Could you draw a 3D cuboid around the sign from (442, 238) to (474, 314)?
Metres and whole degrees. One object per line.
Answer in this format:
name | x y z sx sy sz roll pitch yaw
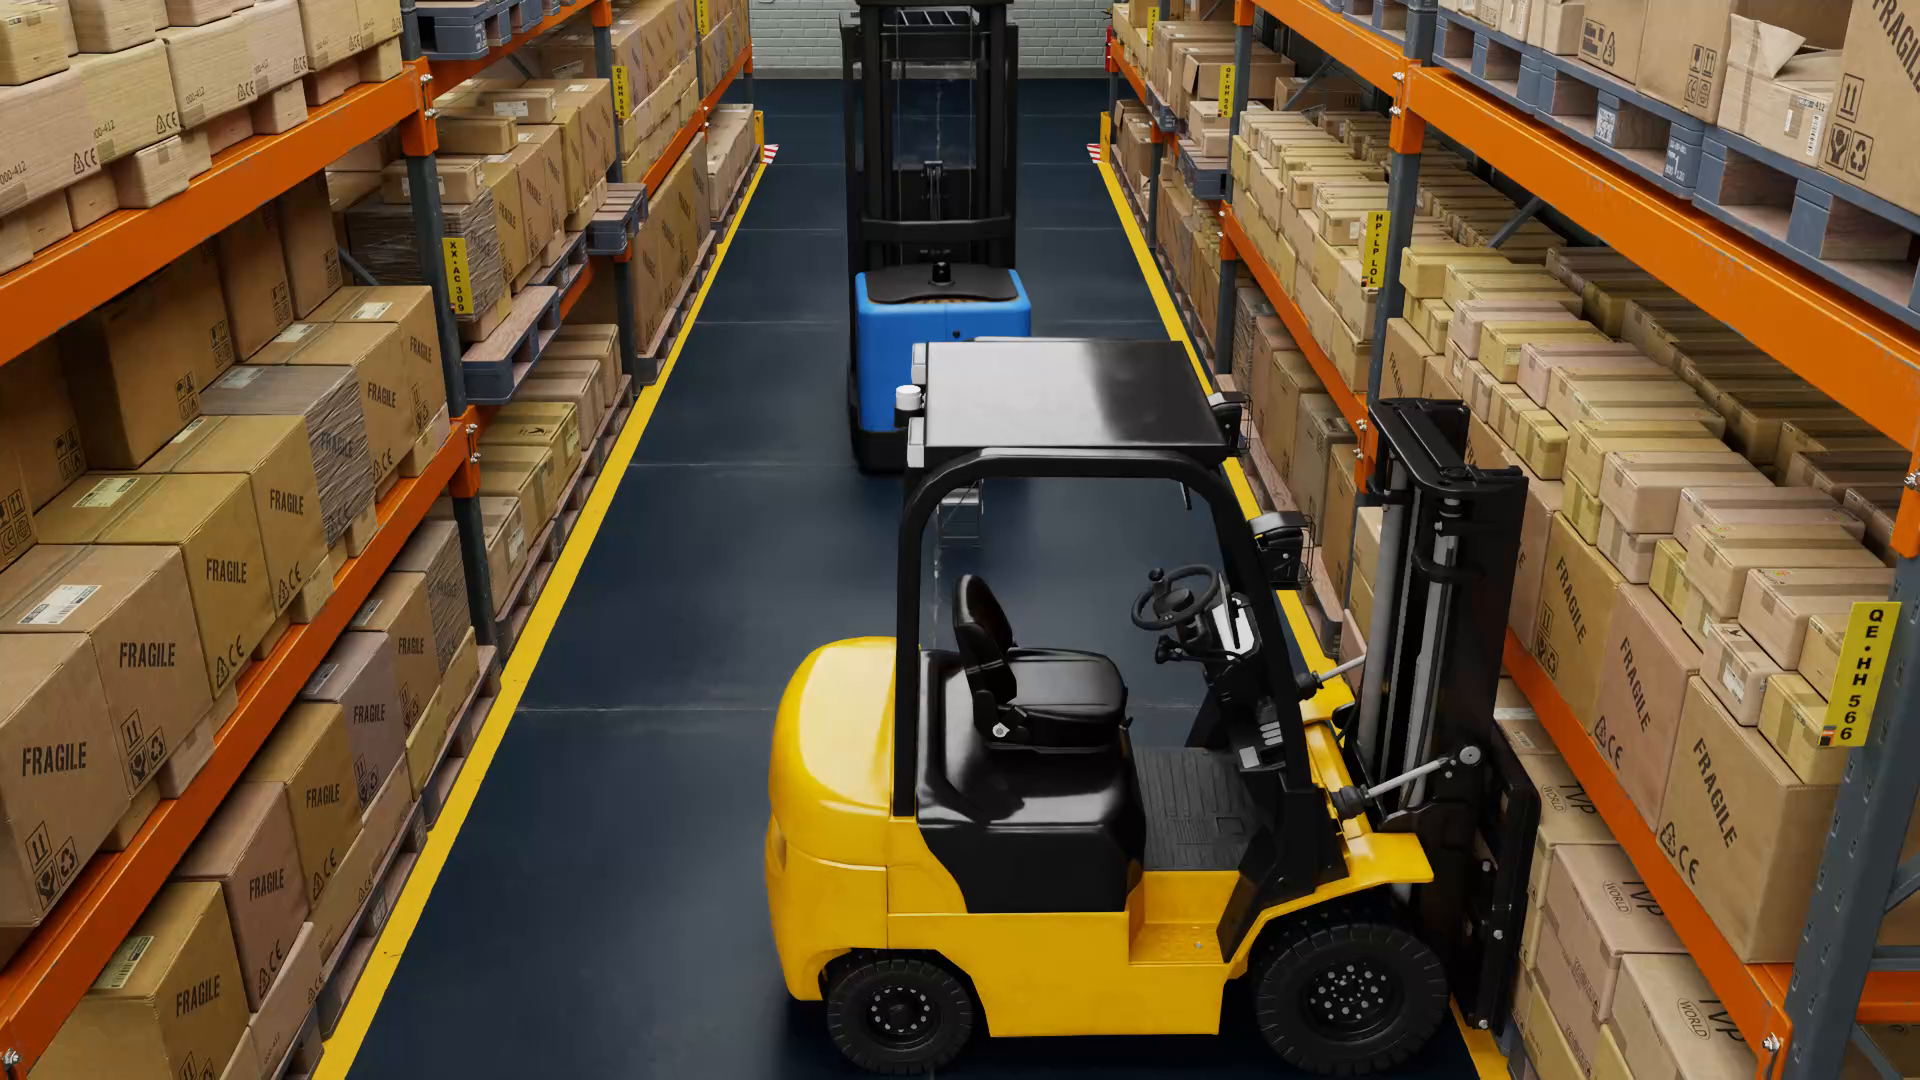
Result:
sign | -2.124 -1.115 7.025 0.100 0.325 0.005 0 24 -1

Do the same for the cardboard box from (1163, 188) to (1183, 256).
cardboard box | 2.005 -2.668 14.033 0.500 0.500 0.500 -1 24 -1

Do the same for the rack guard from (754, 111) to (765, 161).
rack guard | -2.798 -4.531 18.661 1.175 0.500 0.348 0 24 -1

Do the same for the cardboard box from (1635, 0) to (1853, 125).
cardboard box | 2.181 -1.344 4.188 0.700 0.500 0.500 0 24 0

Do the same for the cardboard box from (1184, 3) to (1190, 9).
cardboard box | 2.436 -5.562 17.730 0.500 0.250 0.500 0 24 1

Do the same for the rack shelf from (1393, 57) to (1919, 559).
rack shelf | 2.319 -0.954 4.951 1.077 0.370 4.000 0 24 -1

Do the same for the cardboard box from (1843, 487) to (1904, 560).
cardboard box | 2.576 -0.025 4.397 0.380 0.149 0.250 0 24 0

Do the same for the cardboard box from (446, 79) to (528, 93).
cardboard box | -2.937 -2.549 10.254 0.500 0.500 0.500 -1 24 -2

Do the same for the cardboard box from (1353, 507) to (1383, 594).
cardboard box | 1.988 0.068 7.074 0.500 0.250 0.500 -1 24 -1

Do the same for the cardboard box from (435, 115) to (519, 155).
cardboard box | -2.433 -2.026 8.309 0.380 0.149 0.250 1 24 2

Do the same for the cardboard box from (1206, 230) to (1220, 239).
cardboard box | 2.002 -2.158 12.119 0.380 0.149 0.250 -1 24 -2

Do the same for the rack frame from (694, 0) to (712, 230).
rack frame | -2.754 -4.011 14.480 1.000 3.000 0.127 0 24 -1

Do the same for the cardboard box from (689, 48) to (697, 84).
cardboard box | -2.506 -3.990 14.008 0.500 0.250 0.500 0 24 -1

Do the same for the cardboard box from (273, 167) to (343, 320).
cardboard box | -2.879 -1.169 6.500 0.700 0.500 0.500 -1 24 -1

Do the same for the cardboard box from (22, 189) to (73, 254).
cardboard box | -2.390 -0.776 3.991 0.380 0.149 0.250 0 24 -1

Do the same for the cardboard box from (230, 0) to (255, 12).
cardboard box | -2.363 -1.667 4.992 0.380 0.149 0.250 0 24 0

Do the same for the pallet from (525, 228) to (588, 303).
pallet | -2.648 -1.460 9.072 1.003 0.211 1.213 0 24 -1

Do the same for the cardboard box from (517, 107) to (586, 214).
cardboard box | -2.404 -2.129 9.325 0.500 0.500 0.500 -2 24 -4

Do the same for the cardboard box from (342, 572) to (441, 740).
cardboard box | -2.384 0.457 6.517 0.500 0.500 0.500 0 24 0

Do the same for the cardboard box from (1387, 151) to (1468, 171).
cardboard box | 2.599 -2.069 9.277 0.380 0.149 0.250 -1 24 -1

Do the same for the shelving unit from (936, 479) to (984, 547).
shelving unit | 0.000 -0.413 9.072 0.258 0.900 0.210 0 24 -1

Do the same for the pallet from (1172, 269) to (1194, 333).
pallet | 2.272 -1.926 13.252 1.003 0.211 1.213 0 24 -1

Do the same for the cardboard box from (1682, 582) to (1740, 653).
cardboard box | 2.082 0.214 4.228 0.380 0.149 0.250 0 24 0

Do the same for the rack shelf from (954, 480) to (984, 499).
rack shelf | 0.000 -0.301 9.123 0.258 0.077 0.200 0 24 -1

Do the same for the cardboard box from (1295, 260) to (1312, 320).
cardboard box | 2.044 -1.289 8.642 0.500 0.250 0.500 0 24 0

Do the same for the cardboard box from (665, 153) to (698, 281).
cardboard box | -2.649 -2.607 13.444 0.875 0.875 0.875 0 24 1

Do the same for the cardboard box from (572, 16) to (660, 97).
cardboard box | -2.476 -3.486 11.984 0.500 0.500 0.500 0 24 1

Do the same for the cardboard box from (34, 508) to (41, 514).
cardboard box | -2.907 0.117 4.868 0.500 0.500 0.500 0 24 -1

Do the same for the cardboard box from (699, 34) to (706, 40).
cardboard box | -2.517 -4.710 14.689 0.500 0.500 0.500 0 24 0

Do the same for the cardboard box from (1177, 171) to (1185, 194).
cardboard box | 2.042 -3.015 14.012 0.380 0.149 0.250 -1 24 -3

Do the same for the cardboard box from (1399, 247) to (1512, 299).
cardboard box | 2.004 -1.083 6.735 0.380 0.149 0.250 0 24 1

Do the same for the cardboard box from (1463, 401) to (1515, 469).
cardboard box | 2.069 -0.177 5.880 0.500 0.500 0.500 0 24 -1

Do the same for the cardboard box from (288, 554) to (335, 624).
cardboard box | -2.332 0.161 5.560 0.380 0.149 0.250 0 24 0

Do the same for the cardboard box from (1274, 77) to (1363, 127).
cardboard box | 2.404 -2.837 11.251 0.500 0.500 0.500 1 24 2

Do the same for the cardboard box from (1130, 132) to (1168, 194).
cardboard box | 2.060 -3.703 16.322 0.700 0.500 0.500 -1 24 -3

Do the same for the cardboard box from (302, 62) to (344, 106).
cardboard box | -2.416 -1.629 5.876 0.380 0.149 0.250 0 24 0

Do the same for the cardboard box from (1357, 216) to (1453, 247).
cardboard box | 2.100 -1.427 7.857 0.380 0.149 0.250 0 24 -1

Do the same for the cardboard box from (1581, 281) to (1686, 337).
cardboard box | 2.580 -0.873 6.270 0.380 0.149 0.250 0 24 -1

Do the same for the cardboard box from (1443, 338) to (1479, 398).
cardboard box | 2.001 -0.631 6.098 0.380 0.149 0.250 0 24 1

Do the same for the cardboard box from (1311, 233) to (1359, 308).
cardboard box | 2.023 -1.311 8.085 0.500 0.250 0.500 -1 24 -2

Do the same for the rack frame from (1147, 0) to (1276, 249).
rack frame | 2.209 -4.035 14.532 1.000 3.000 0.127 0 24 -1

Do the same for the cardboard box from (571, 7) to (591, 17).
cardboard box | -2.988 -3.701 12.458 0.500 0.500 0.500 -1 24 -1

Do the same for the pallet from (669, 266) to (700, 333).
pallet | -2.654 -1.919 13.238 1.003 0.211 1.213 0 24 -1

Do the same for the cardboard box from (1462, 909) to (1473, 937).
cardboard box | 1.999 1.154 5.886 0.500 0.250 0.500 1 24 1

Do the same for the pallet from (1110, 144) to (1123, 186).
pallet | 2.176 -4.053 17.956 1.003 0.211 1.213 0 24 -1

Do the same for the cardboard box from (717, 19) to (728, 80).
cardboard box | -2.498 -4.664 15.801 0.500 0.500 0.500 0 24 0

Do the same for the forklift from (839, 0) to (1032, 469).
forklift | -0.206 -2.332 10.849 1.130 2.935 3.031 -2 24 -4

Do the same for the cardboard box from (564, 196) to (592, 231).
cardboard box | -2.337 -1.875 9.551 0.380 0.149 0.250 0 24 0

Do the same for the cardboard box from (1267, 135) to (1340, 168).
cardboard box | 2.010 -2.272 9.725 0.380 0.149 0.250 0 24 0

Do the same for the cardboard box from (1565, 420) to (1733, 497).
cardboard box | 2.012 -0.239 4.870 0.380 0.149 0.250 0 24 0

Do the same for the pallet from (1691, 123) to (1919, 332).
pallet | 2.359 -0.708 3.644 1.003 0.211 1.213 0 24 -1

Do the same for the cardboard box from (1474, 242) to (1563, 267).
cardboard box | 2.507 -1.226 7.412 0.380 0.149 0.250 -1 24 -2
